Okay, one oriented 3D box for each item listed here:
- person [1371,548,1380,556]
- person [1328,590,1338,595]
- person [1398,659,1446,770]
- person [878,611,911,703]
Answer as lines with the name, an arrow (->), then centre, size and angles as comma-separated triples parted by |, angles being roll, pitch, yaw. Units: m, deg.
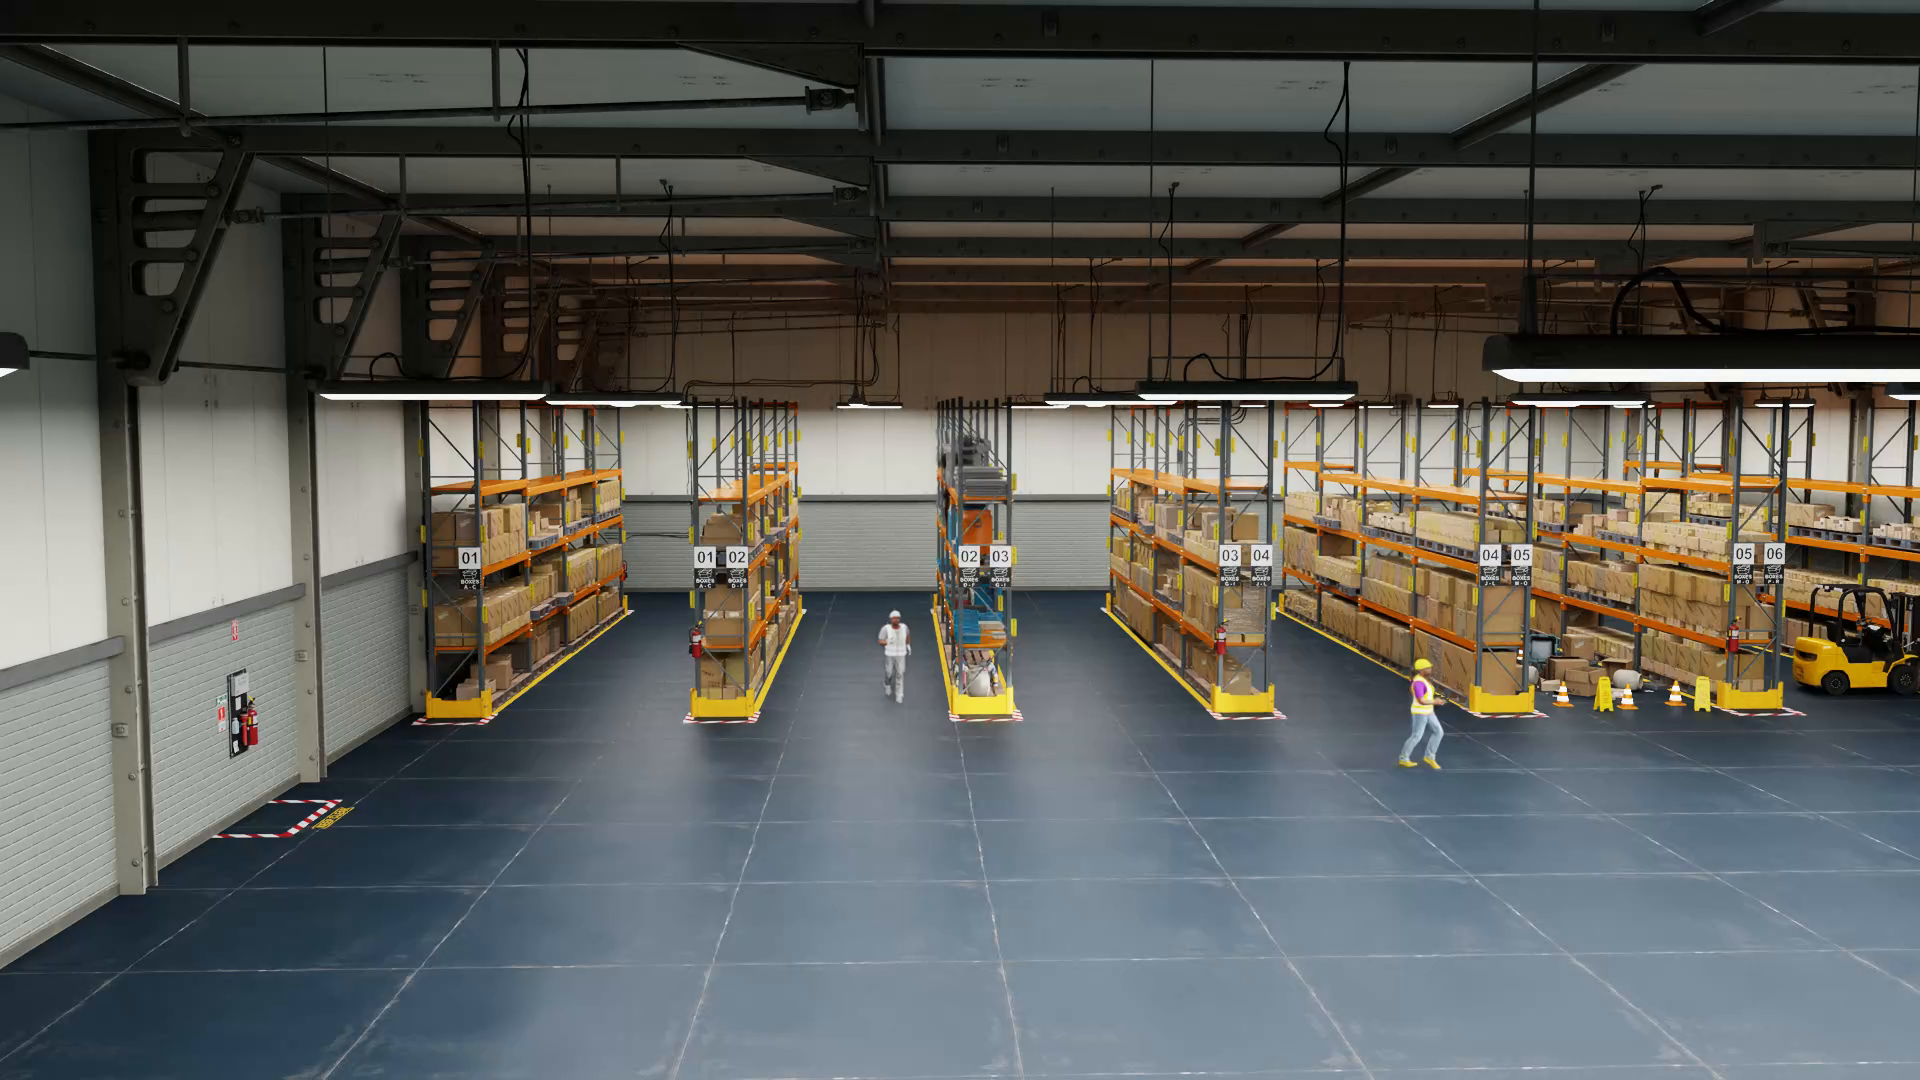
person -> 12.266, 1.094, 49.235 | 0.676, 1.720, 0.639 | 0, 4, 5
person -> 10.937, 1.112, 48.820 | 0.759, 1.676, 0.546 | -2, 5, -28
person -> 7.389, 2.788, 26.516 | 0.747, 1.796, 0.682 | 3, 5, 30
person -> -1.286, 2.272, 32.778 | 0.685, 1.765, 0.960 | -1, 5, -13
